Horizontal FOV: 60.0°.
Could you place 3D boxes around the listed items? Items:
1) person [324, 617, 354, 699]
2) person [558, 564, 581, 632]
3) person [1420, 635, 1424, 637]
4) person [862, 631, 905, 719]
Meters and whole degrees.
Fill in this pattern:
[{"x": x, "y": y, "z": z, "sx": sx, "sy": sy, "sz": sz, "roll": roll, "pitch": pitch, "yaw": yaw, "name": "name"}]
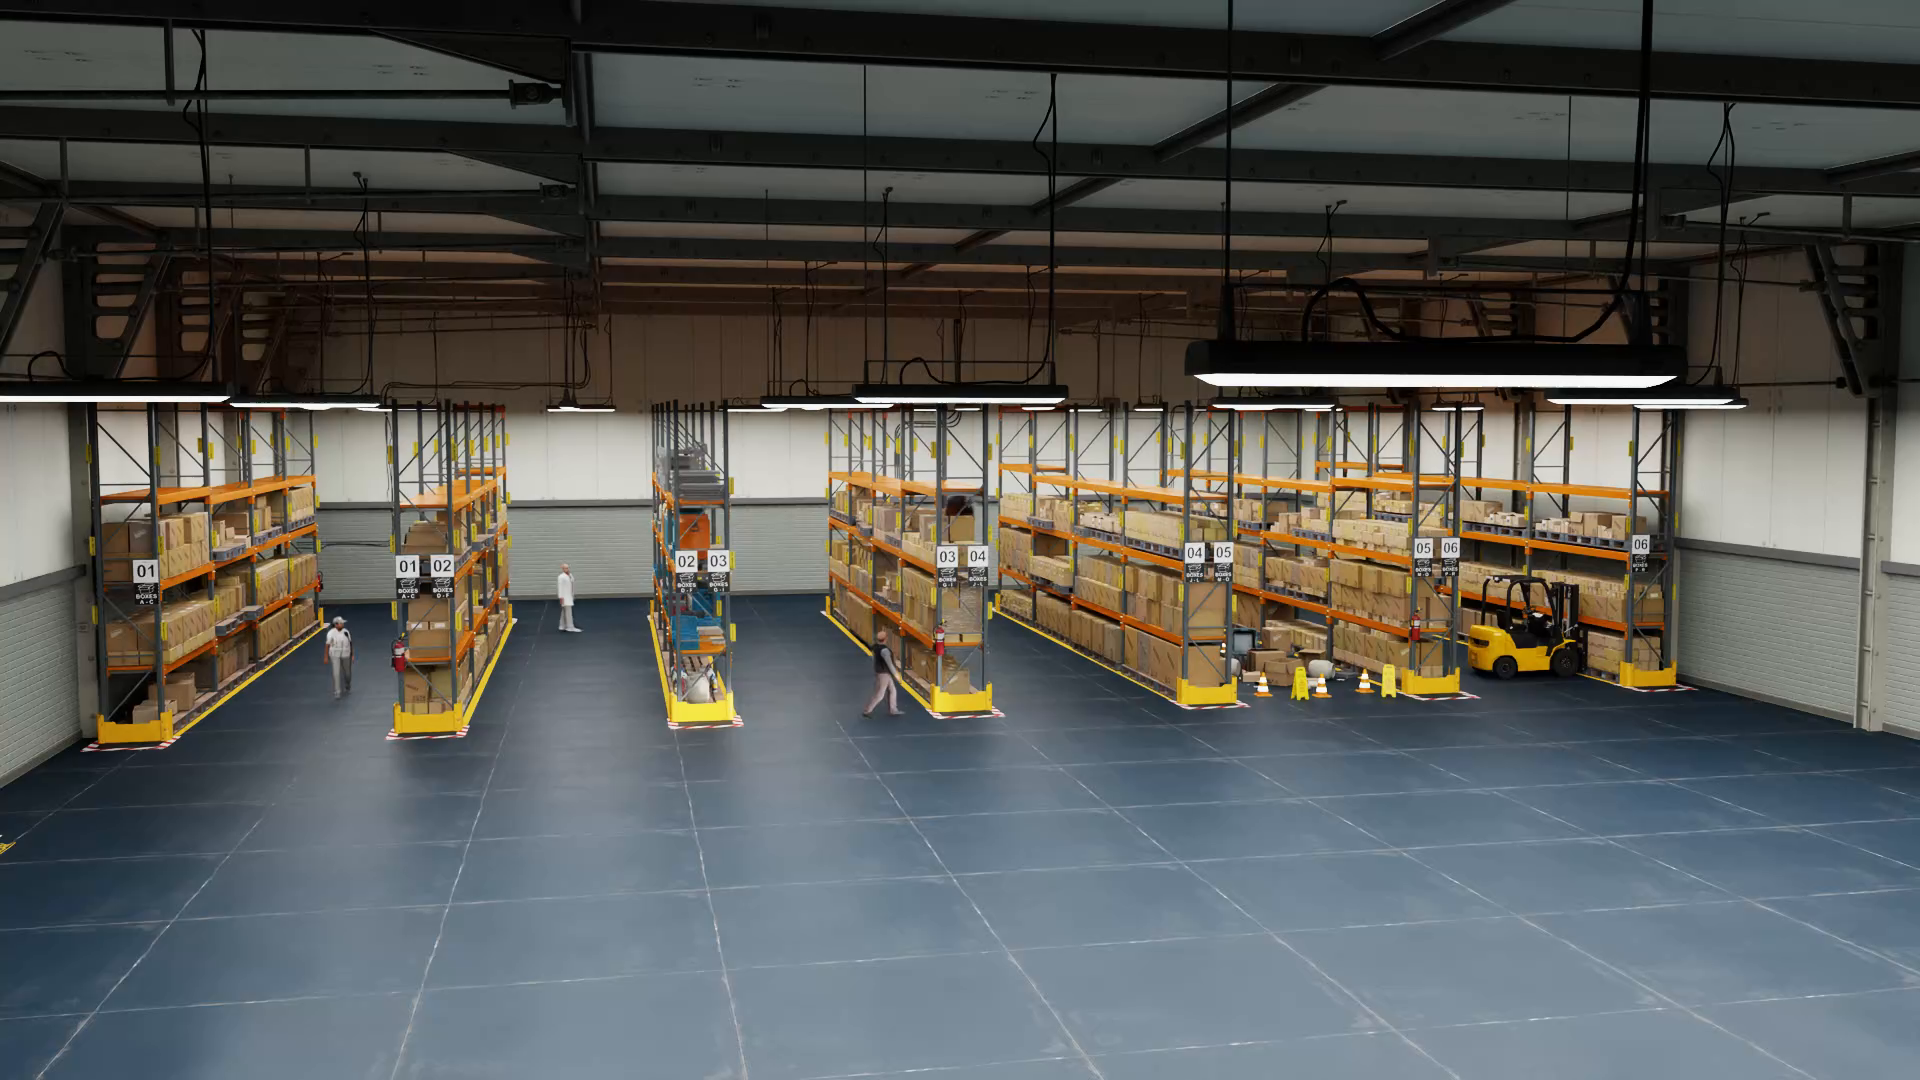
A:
[{"x": -12.614, "y": 2.361, "z": 33.749, "sx": 0.563, "sy": 1.615, "sz": 0.901, "roll": -2, "pitch": 5, "yaw": -22, "name": "person"}, {"x": -10.304, "y": 1.524, "z": 43.973, "sx": 0.645, "sy": 1.790, "sz": 0.605, "roll": 1, "pitch": 4, "yaw": 8, "name": "person"}, {"x": 10.564, "y": 2.004, "z": 38.324, "sx": 0.378, "sy": 1.707, "sz": 0.549, "roll": 2, "pitch": 5, "yaw": 20, "name": "person"}, {"x": -1.447, "y": 2.529, "z": 31.407, "sx": 0.899, "sy": 1.675, "sz": 0.662, "roll": -1, "pitch": 4, "yaw": -14, "name": "person"}]
